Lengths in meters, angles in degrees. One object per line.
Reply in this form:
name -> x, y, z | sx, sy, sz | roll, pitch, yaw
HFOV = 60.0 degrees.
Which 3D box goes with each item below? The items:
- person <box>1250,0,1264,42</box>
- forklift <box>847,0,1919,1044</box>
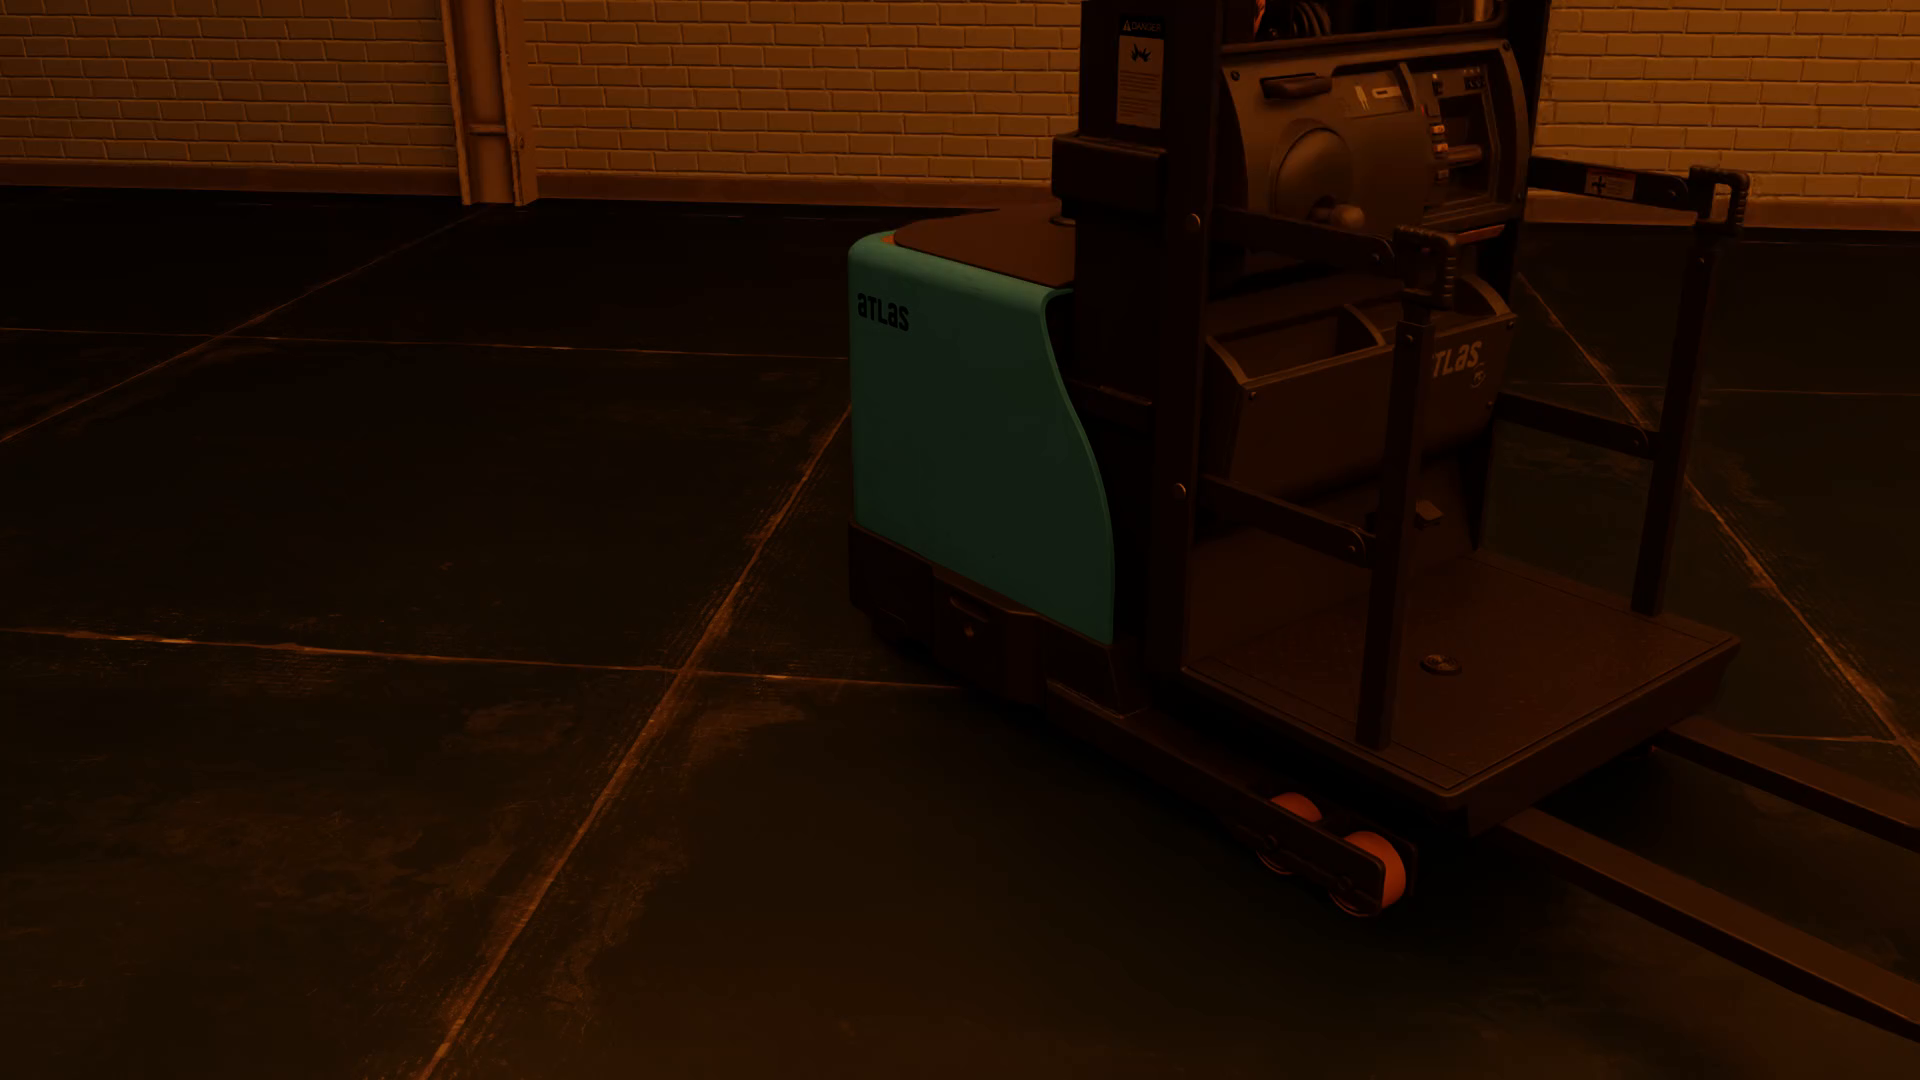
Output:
person -> 0.876, -0.924, 5.203 | 0.842, 1.702, 0.390 | 16, 27, 34
forklift -> 1.015, -0.821, 3.291 | 1.130, 2.935, 3.031 | -17, 27, -36
